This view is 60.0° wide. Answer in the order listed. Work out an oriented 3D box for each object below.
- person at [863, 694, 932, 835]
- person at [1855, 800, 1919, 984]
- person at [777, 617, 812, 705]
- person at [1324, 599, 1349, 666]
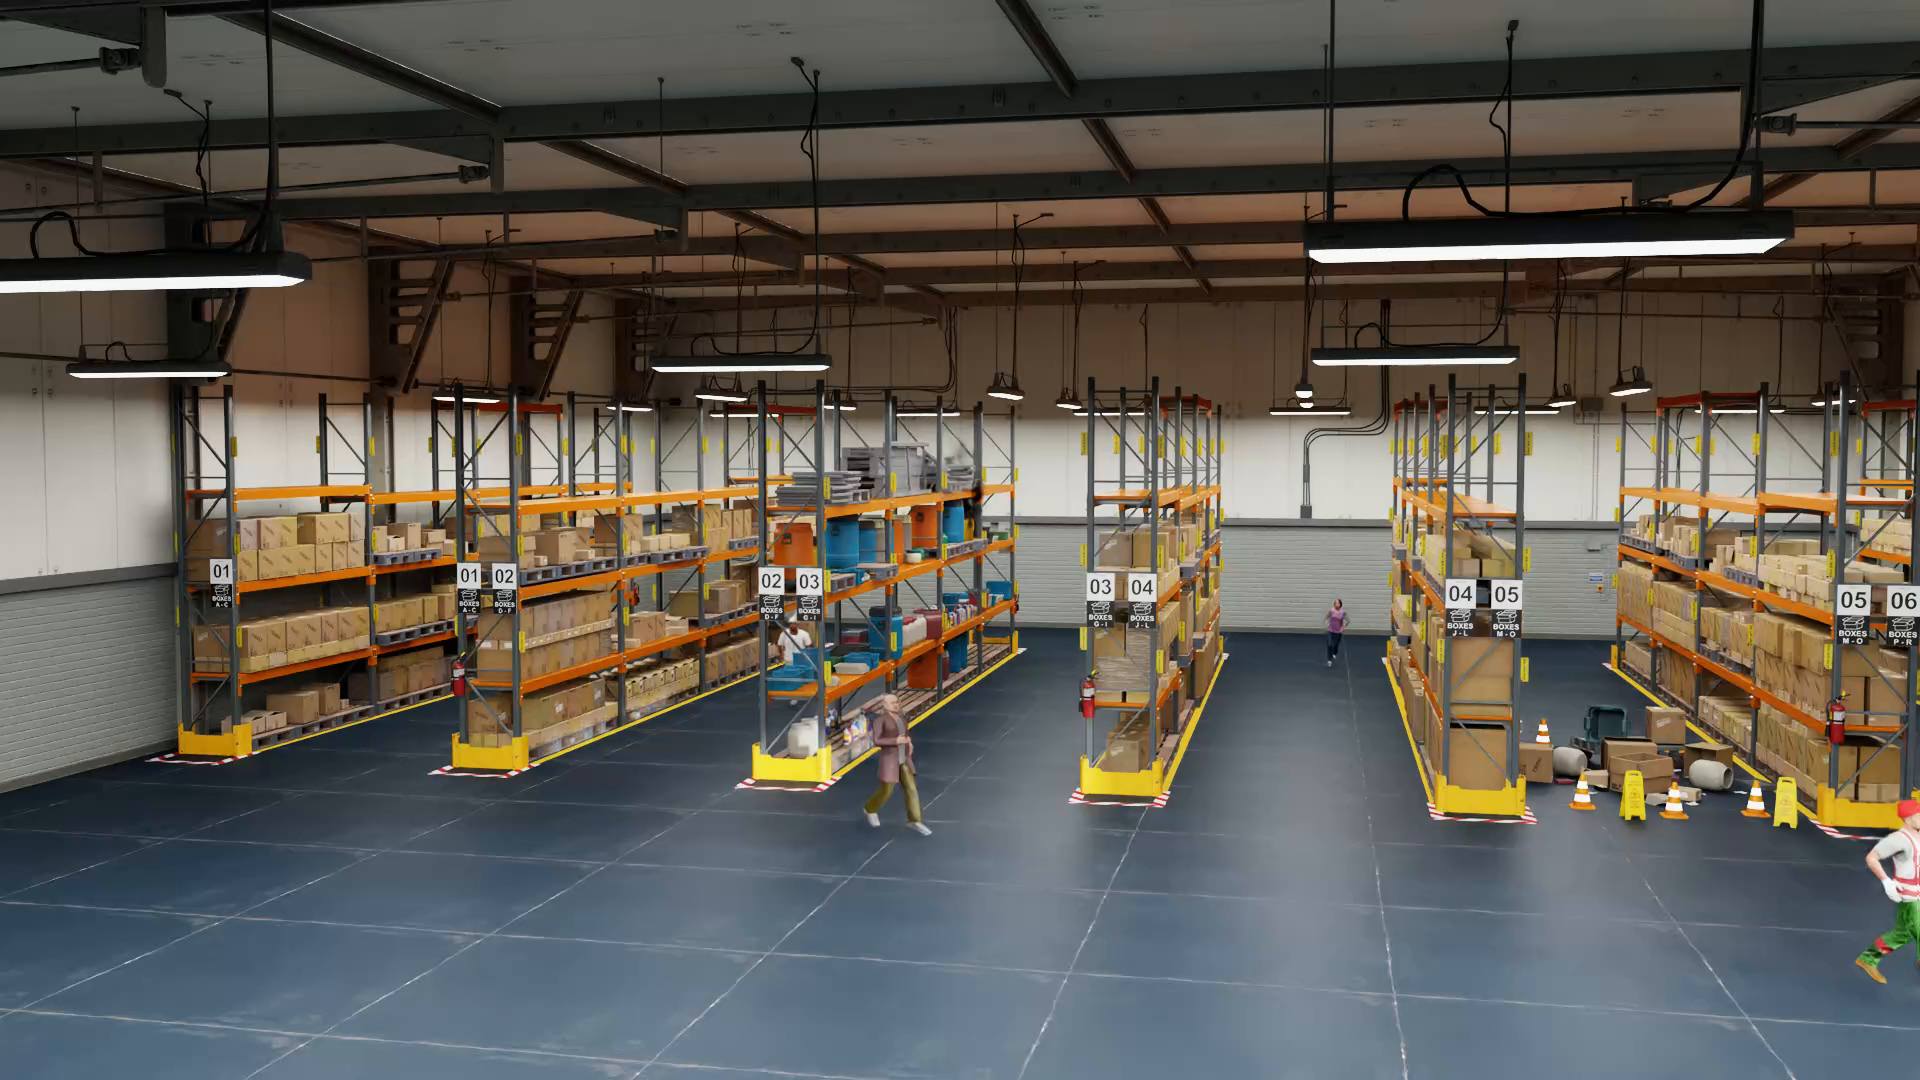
[{"bbox_3d":[-0.822,2.884,21.609,0.731,1.758,1.116,-3,4,-42],"label":"person"},{"bbox_3d":[8.582,3.234,14.998,0.659,1.787,0.980,-3,4,-40],"label":"person"},{"bbox_3d":[-3.212,2.332,32.326,0.682,1.712,0.625,0,3,4],"label":"person"},{"bbox_3d":[8.601,2.111,38.044,0.561,1.550,0.577,1,3,22],"label":"person"}]
